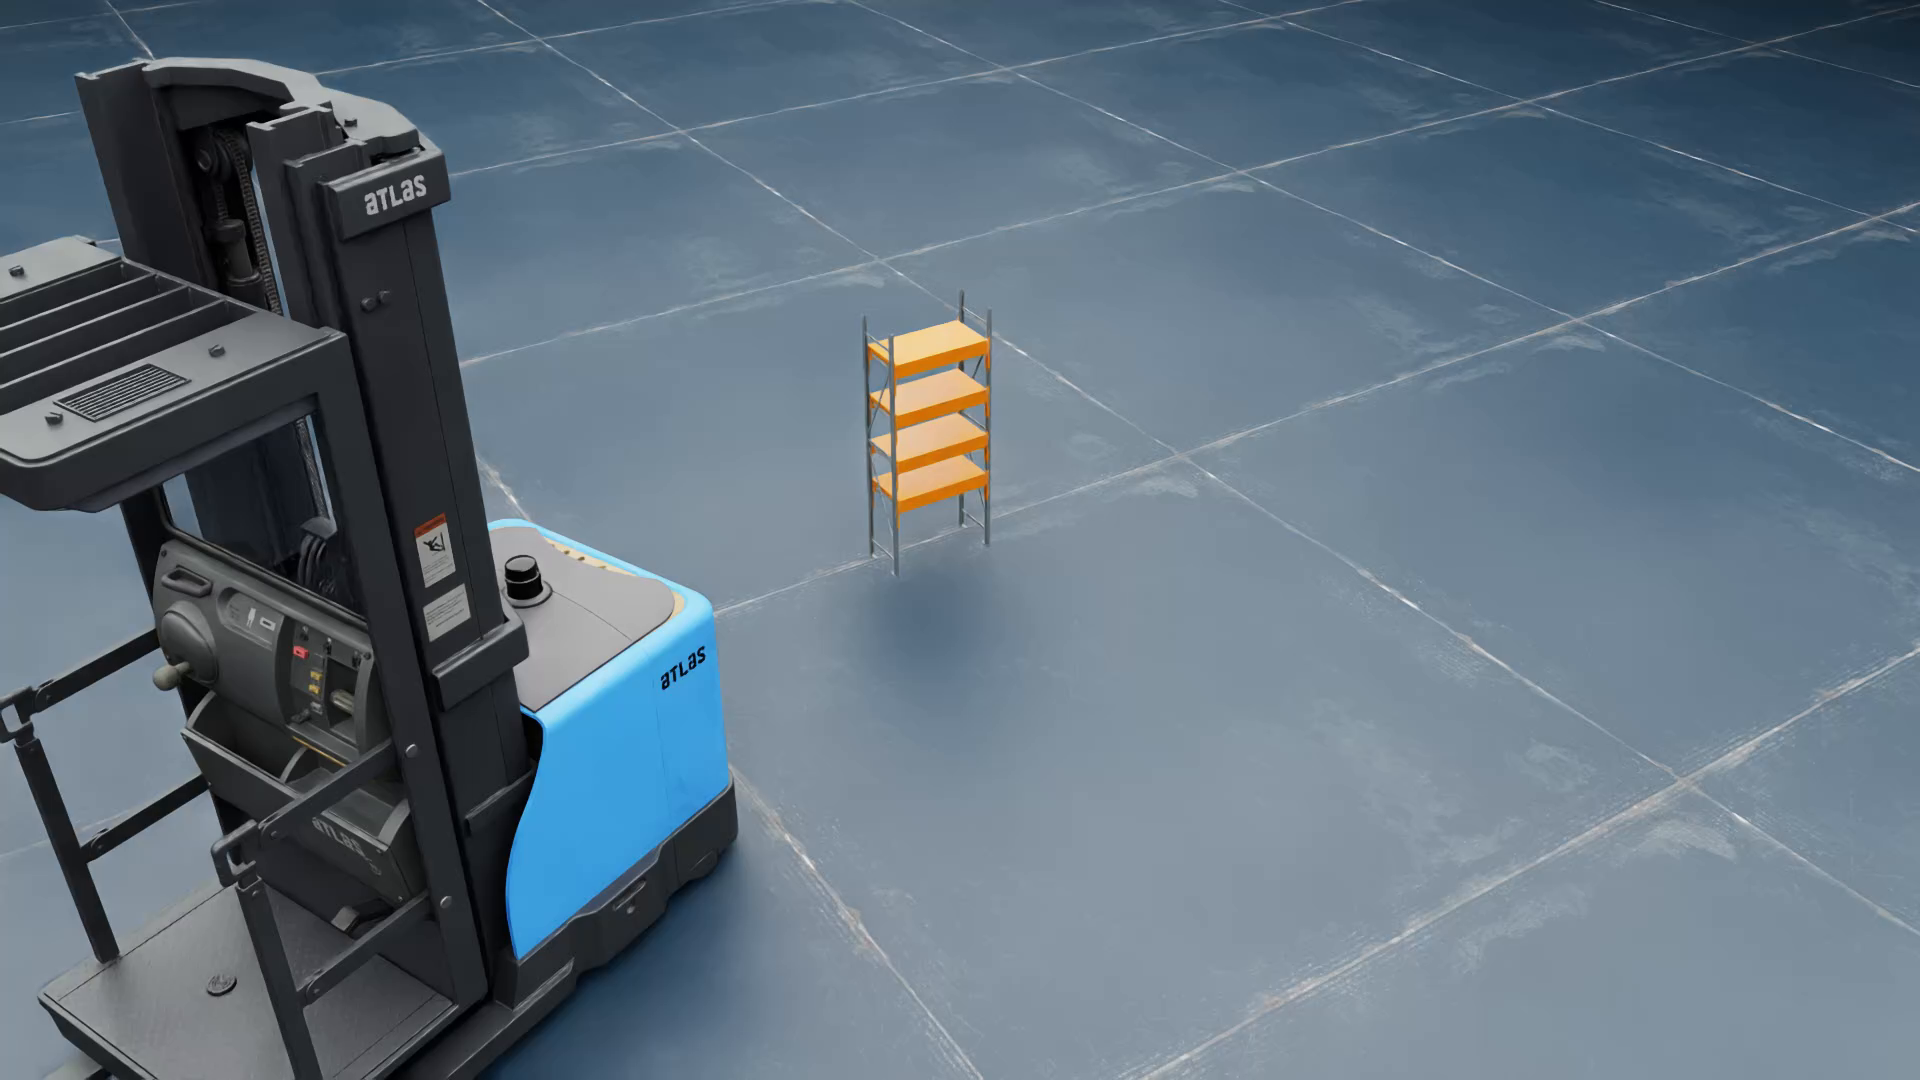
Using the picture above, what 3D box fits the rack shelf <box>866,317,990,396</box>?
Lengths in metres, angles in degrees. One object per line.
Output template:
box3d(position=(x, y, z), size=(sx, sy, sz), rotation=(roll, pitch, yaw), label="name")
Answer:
box3d(position=(-0.139, -0.792, 7.144), size=(0.480, 0.148, 0.258), rotation=(-19, 37, -27), label="rack shelf")

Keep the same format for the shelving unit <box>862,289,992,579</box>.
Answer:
box3d(position=(-0.139, -0.460, 7.354), size=(0.503, 1.200, 0.258), rotation=(-19, 37, -27), label="shelving unit")

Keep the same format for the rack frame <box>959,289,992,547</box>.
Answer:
box3d(position=(0.066, -0.530, 7.466), size=(0.015, 1.200, 0.240), rotation=(-19, 37, -27), label="rack frame")

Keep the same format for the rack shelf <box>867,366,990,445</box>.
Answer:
box3d(position=(-0.139, -0.592, 7.271), size=(0.480, 0.148, 0.258), rotation=(-19, 37, -27), label="rack shelf")

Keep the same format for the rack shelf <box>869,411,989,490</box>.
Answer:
box3d(position=(-0.139, -0.403, 7.390), size=(0.480, 0.148, 0.258), rotation=(-19, 37, -27), label="rack shelf")

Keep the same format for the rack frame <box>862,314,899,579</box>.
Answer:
box3d(position=(-0.344, -0.389, 7.242), size=(0.015, 1.200, 0.240), rotation=(-19, 37, -27), label="rack frame")

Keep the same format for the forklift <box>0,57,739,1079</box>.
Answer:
box3d(position=(-2.036, 0.364, 4.426), size=(1.130, 2.935, 3.031), rotation=(20, 37, 28), label="forklift")

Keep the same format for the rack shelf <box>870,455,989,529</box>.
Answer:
box3d(position=(-0.139, -0.235, 7.496), size=(0.480, 0.148, 0.258), rotation=(-19, 37, -27), label="rack shelf")
